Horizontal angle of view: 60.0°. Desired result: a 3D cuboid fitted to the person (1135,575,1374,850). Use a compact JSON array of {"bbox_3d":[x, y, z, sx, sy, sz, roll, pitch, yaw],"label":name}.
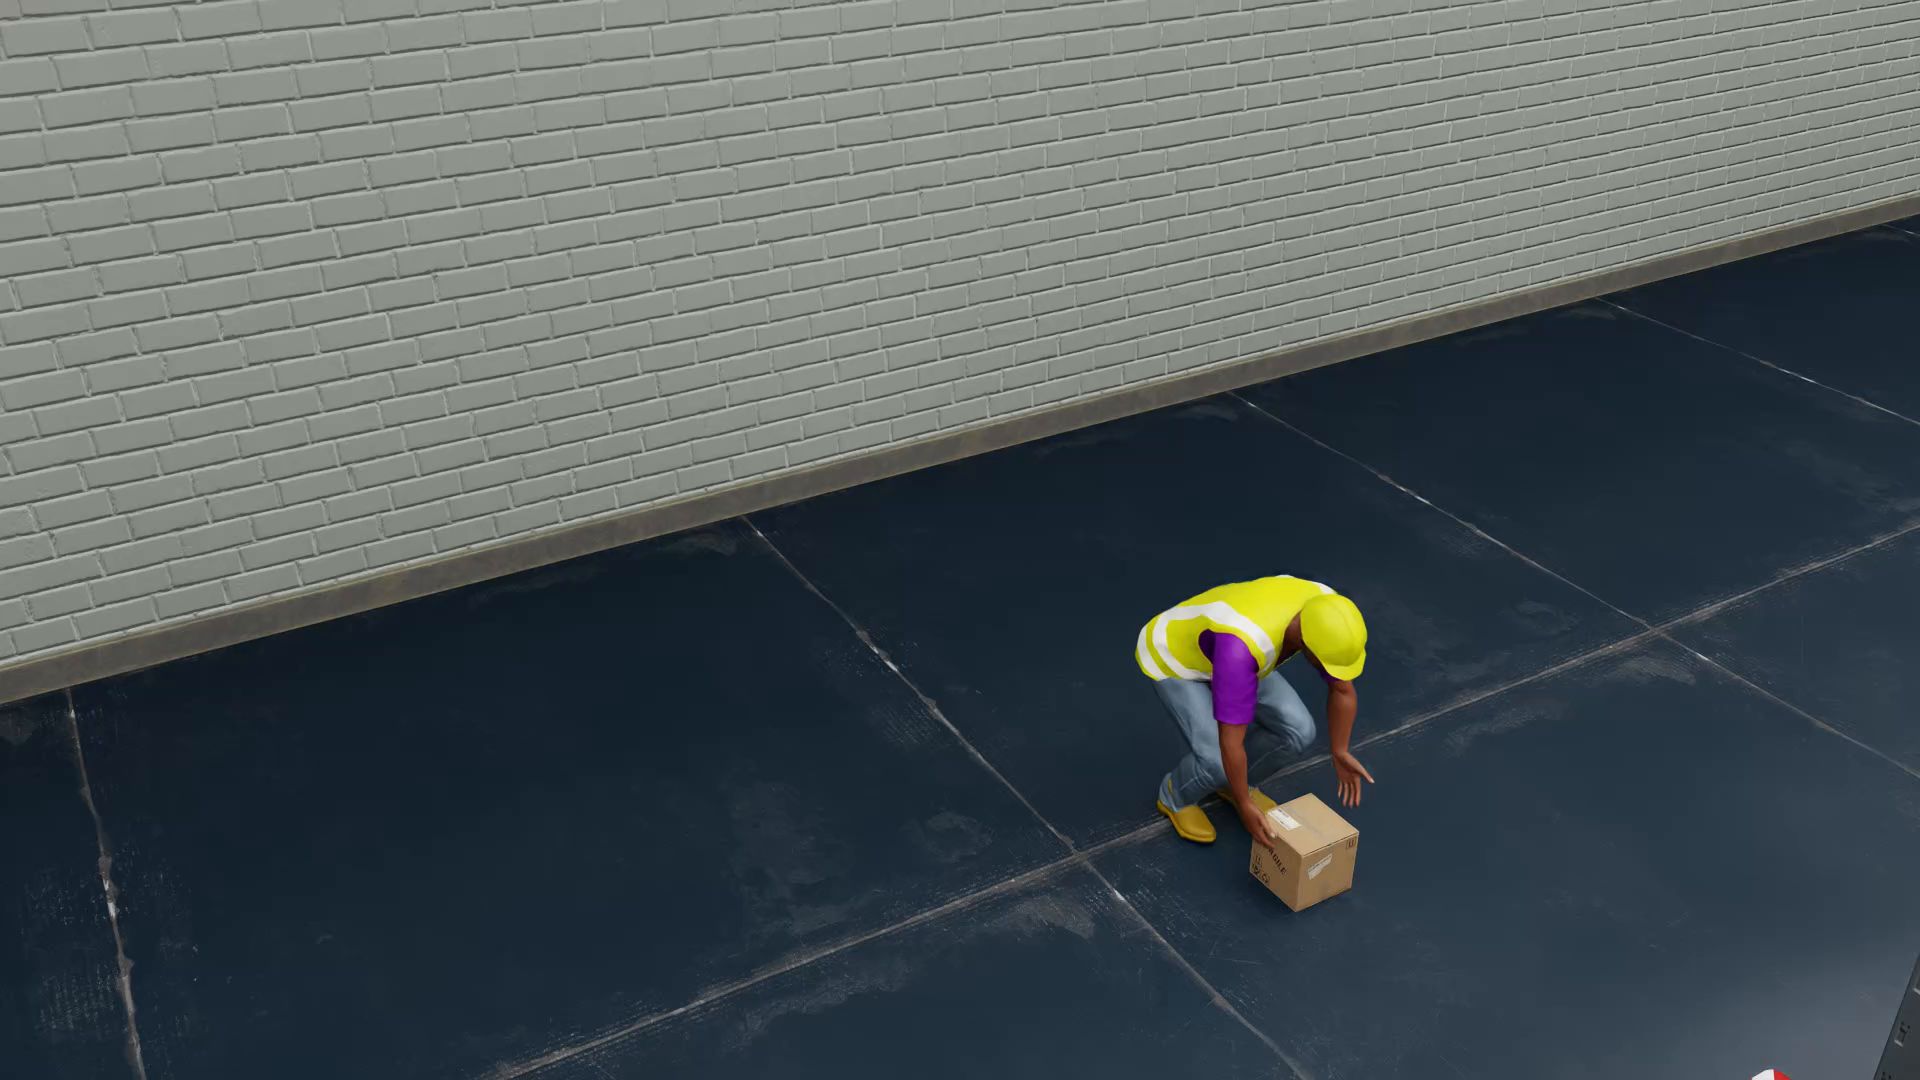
[{"bbox_3d":[1.027,0.541,5.799,0.606,1.113,0.869,-16,33,-26],"label":"person"}]
